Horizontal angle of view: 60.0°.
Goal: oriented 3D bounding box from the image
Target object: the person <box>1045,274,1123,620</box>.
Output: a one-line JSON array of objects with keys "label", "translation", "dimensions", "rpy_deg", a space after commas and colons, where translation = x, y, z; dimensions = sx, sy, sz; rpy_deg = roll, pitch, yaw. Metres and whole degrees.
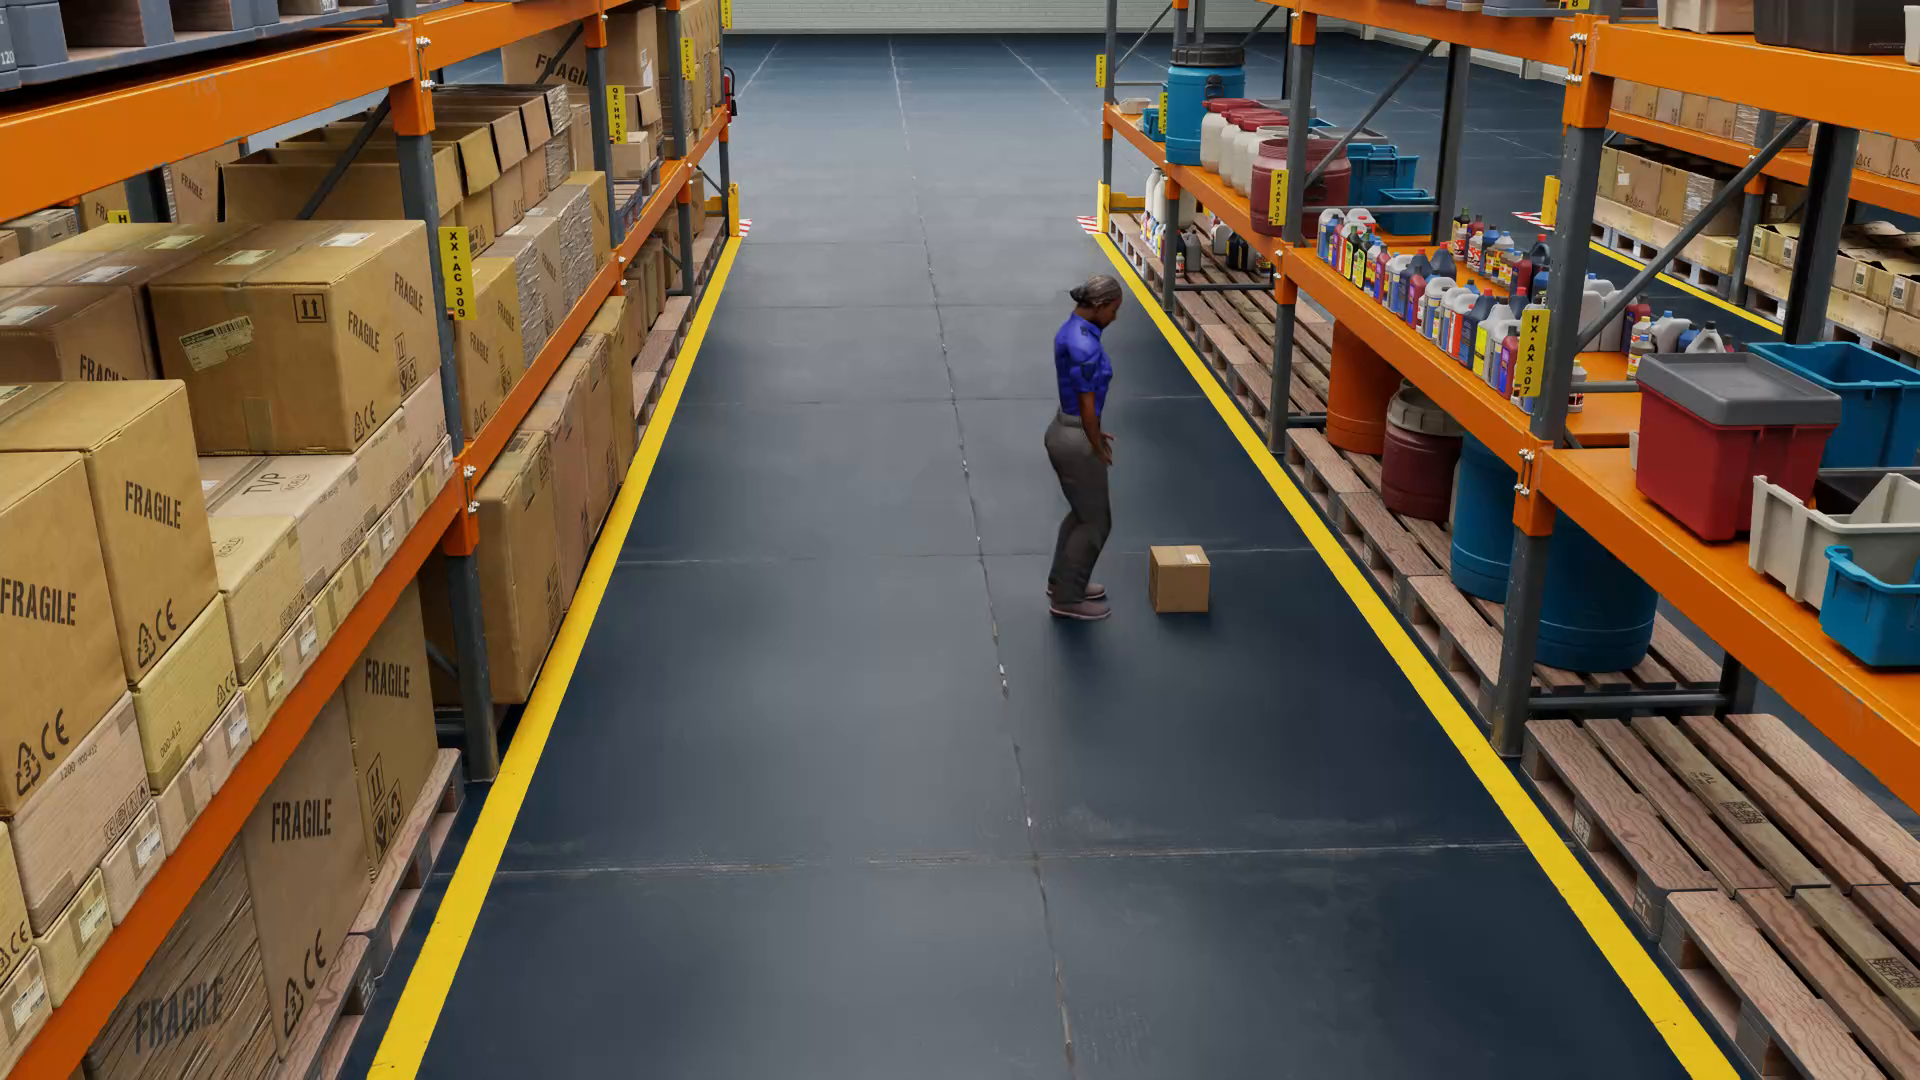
[{"label": "person", "translation": [0.577, -0.447, 7.845], "dimensions": [0.354, 1.626, 0.450], "rpy_deg": [-1, 21, -2]}]
